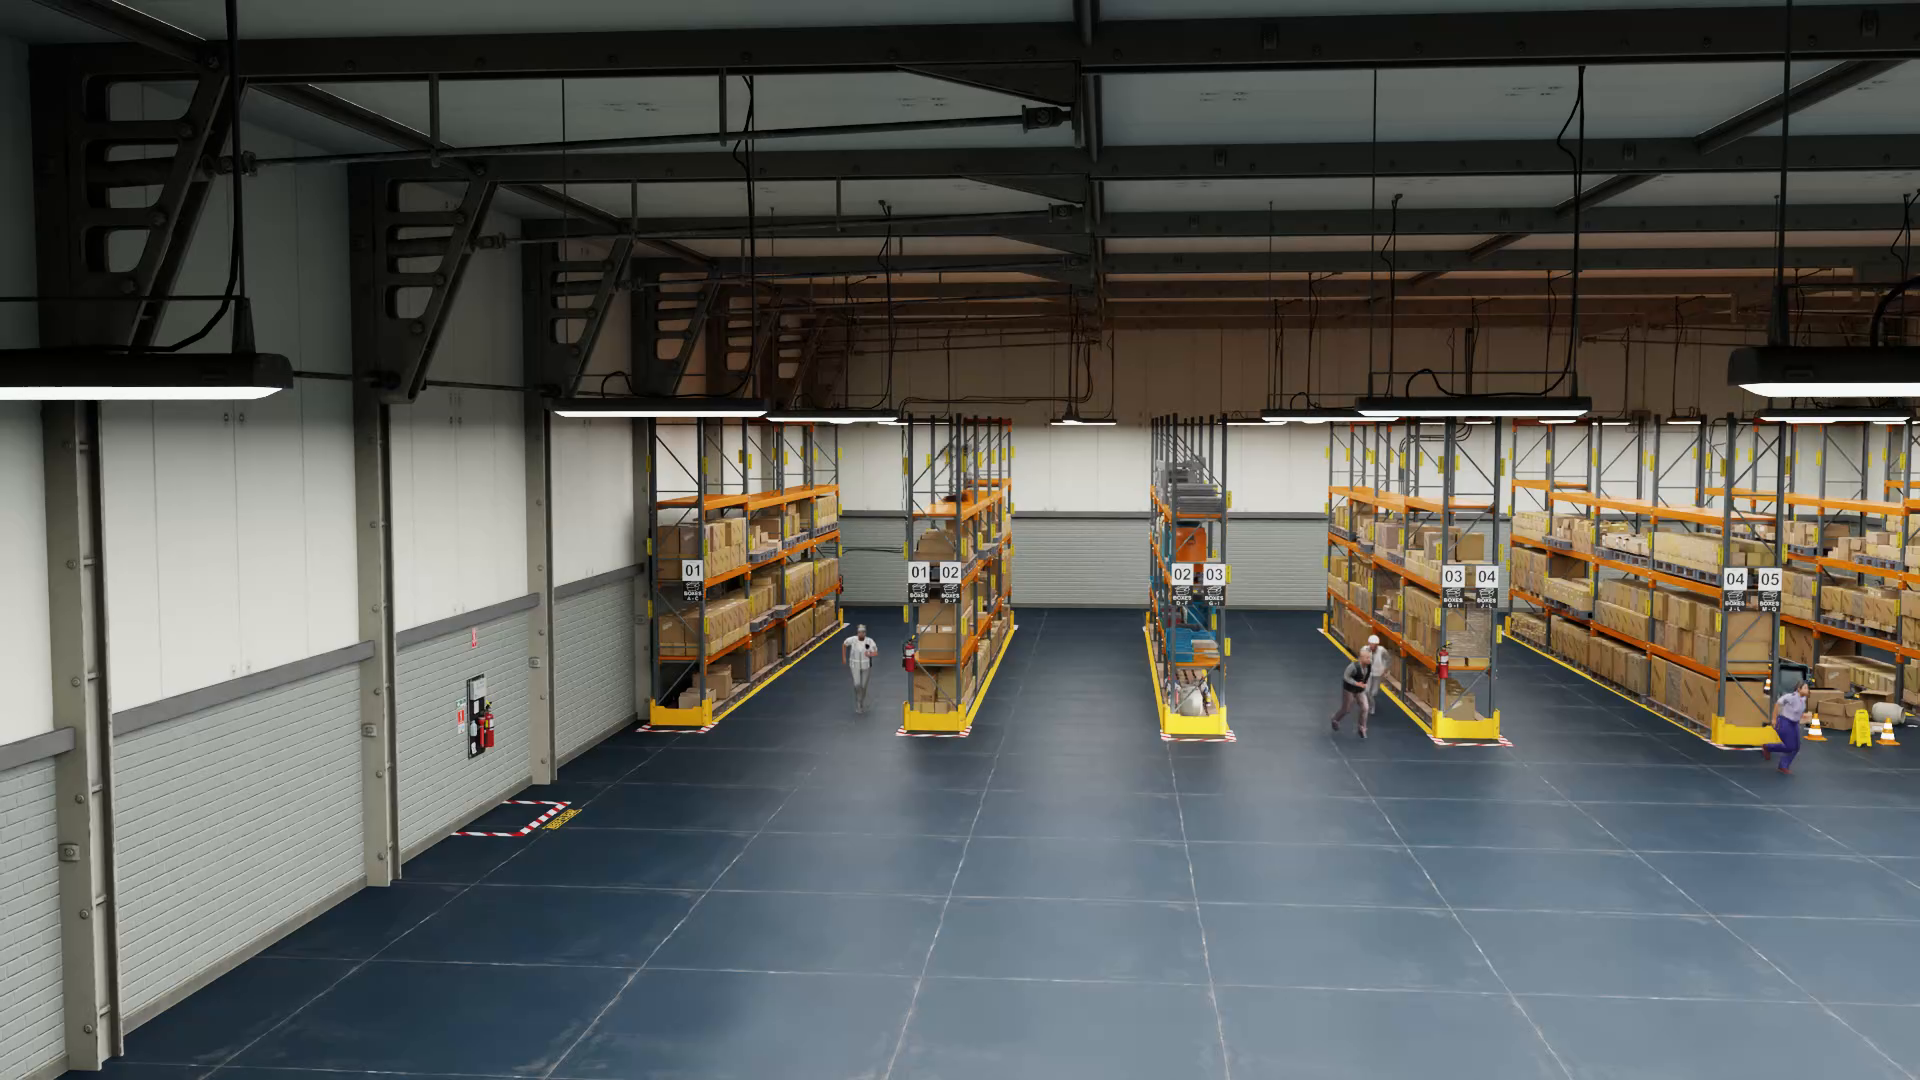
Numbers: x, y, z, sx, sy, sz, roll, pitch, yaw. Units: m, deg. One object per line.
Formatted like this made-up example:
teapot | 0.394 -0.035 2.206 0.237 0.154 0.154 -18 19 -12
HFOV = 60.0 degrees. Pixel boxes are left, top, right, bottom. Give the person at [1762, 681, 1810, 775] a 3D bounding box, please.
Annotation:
person | 13.727 3.100 27.623 0.599 1.587 0.703 -3 5 -41

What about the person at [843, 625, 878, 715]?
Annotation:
person | -2.013 2.597 33.556 0.687 1.833 0.848 -1 4 -8

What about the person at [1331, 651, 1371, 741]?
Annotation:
person | 7.273 2.853 30.874 0.701 1.682 0.994 -2 4 -29

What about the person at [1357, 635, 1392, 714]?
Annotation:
person | 8.325 2.677 33.441 0.676 1.623 0.953 1 4 14
